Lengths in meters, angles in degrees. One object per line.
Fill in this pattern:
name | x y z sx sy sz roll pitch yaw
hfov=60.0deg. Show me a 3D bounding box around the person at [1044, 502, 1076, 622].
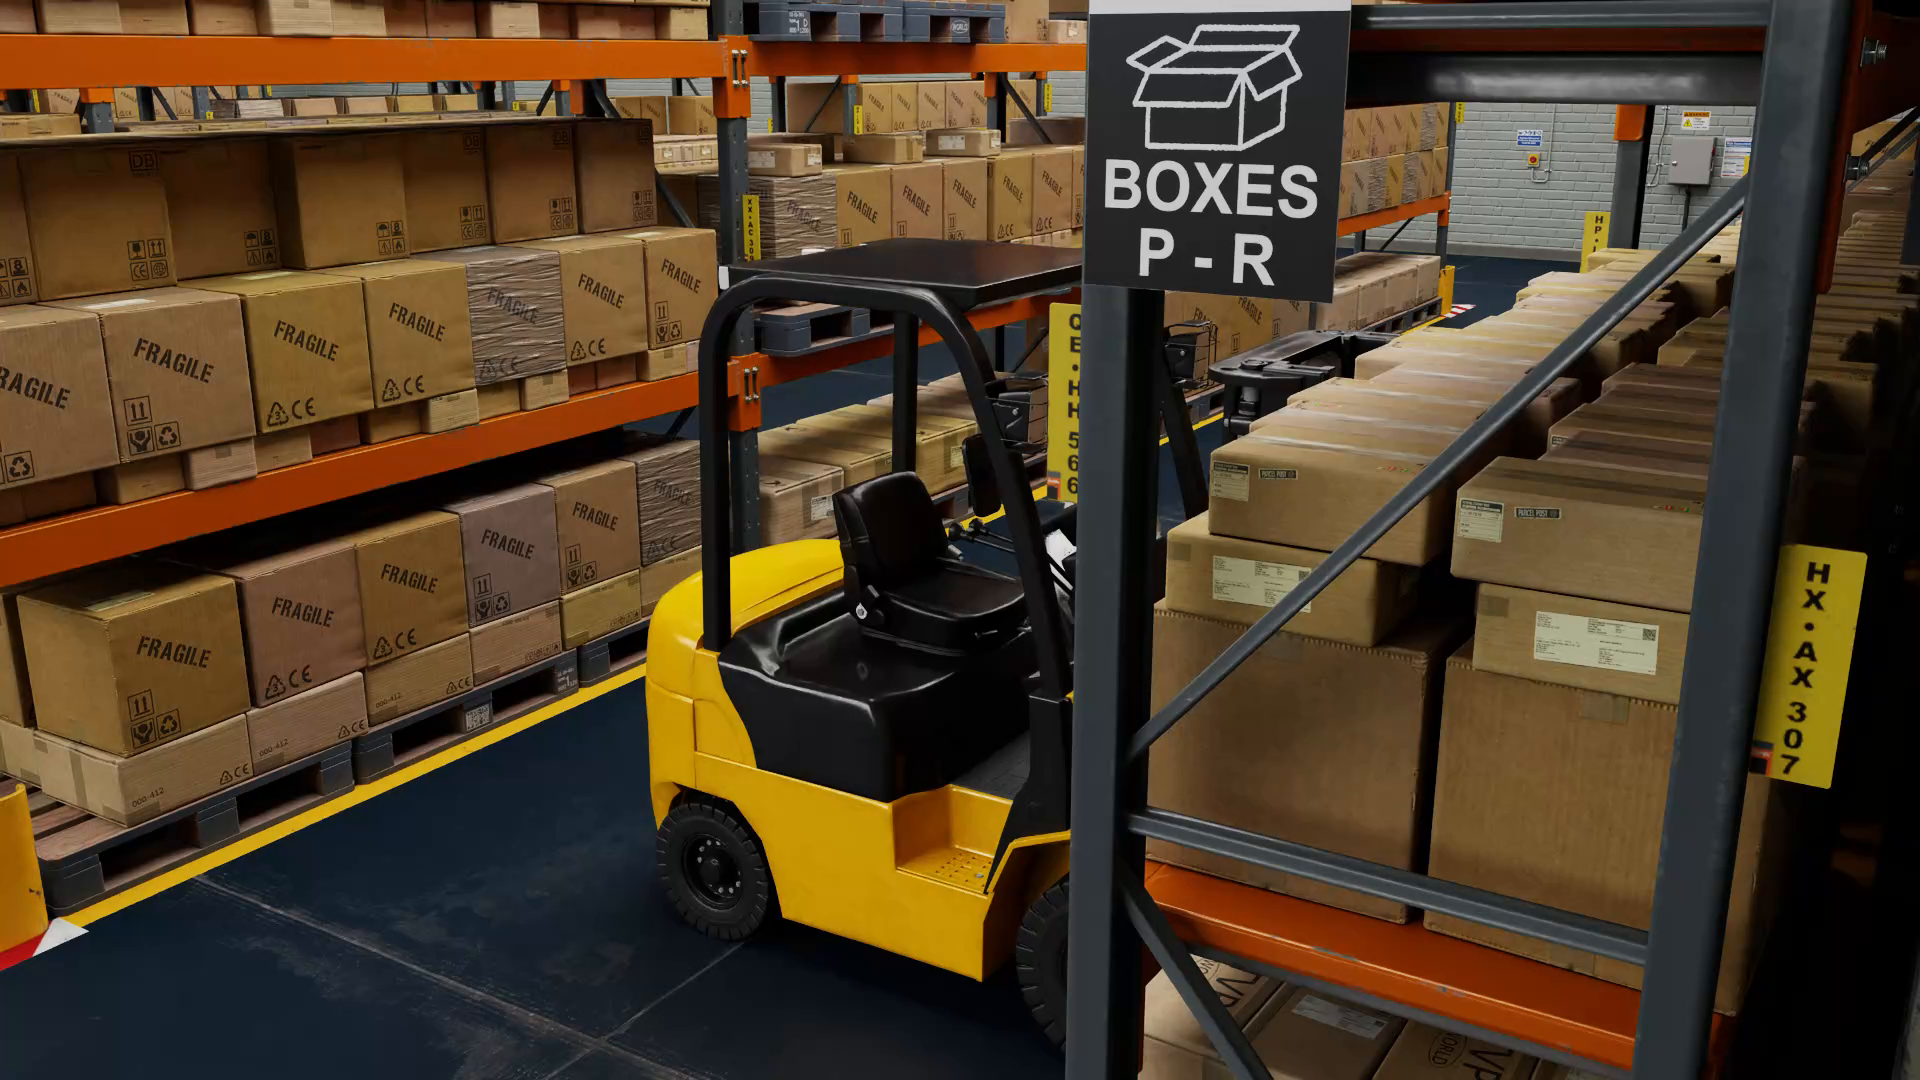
person | 0.677 0.082 7.755 0.495 0.907 0.867 9 19 29
